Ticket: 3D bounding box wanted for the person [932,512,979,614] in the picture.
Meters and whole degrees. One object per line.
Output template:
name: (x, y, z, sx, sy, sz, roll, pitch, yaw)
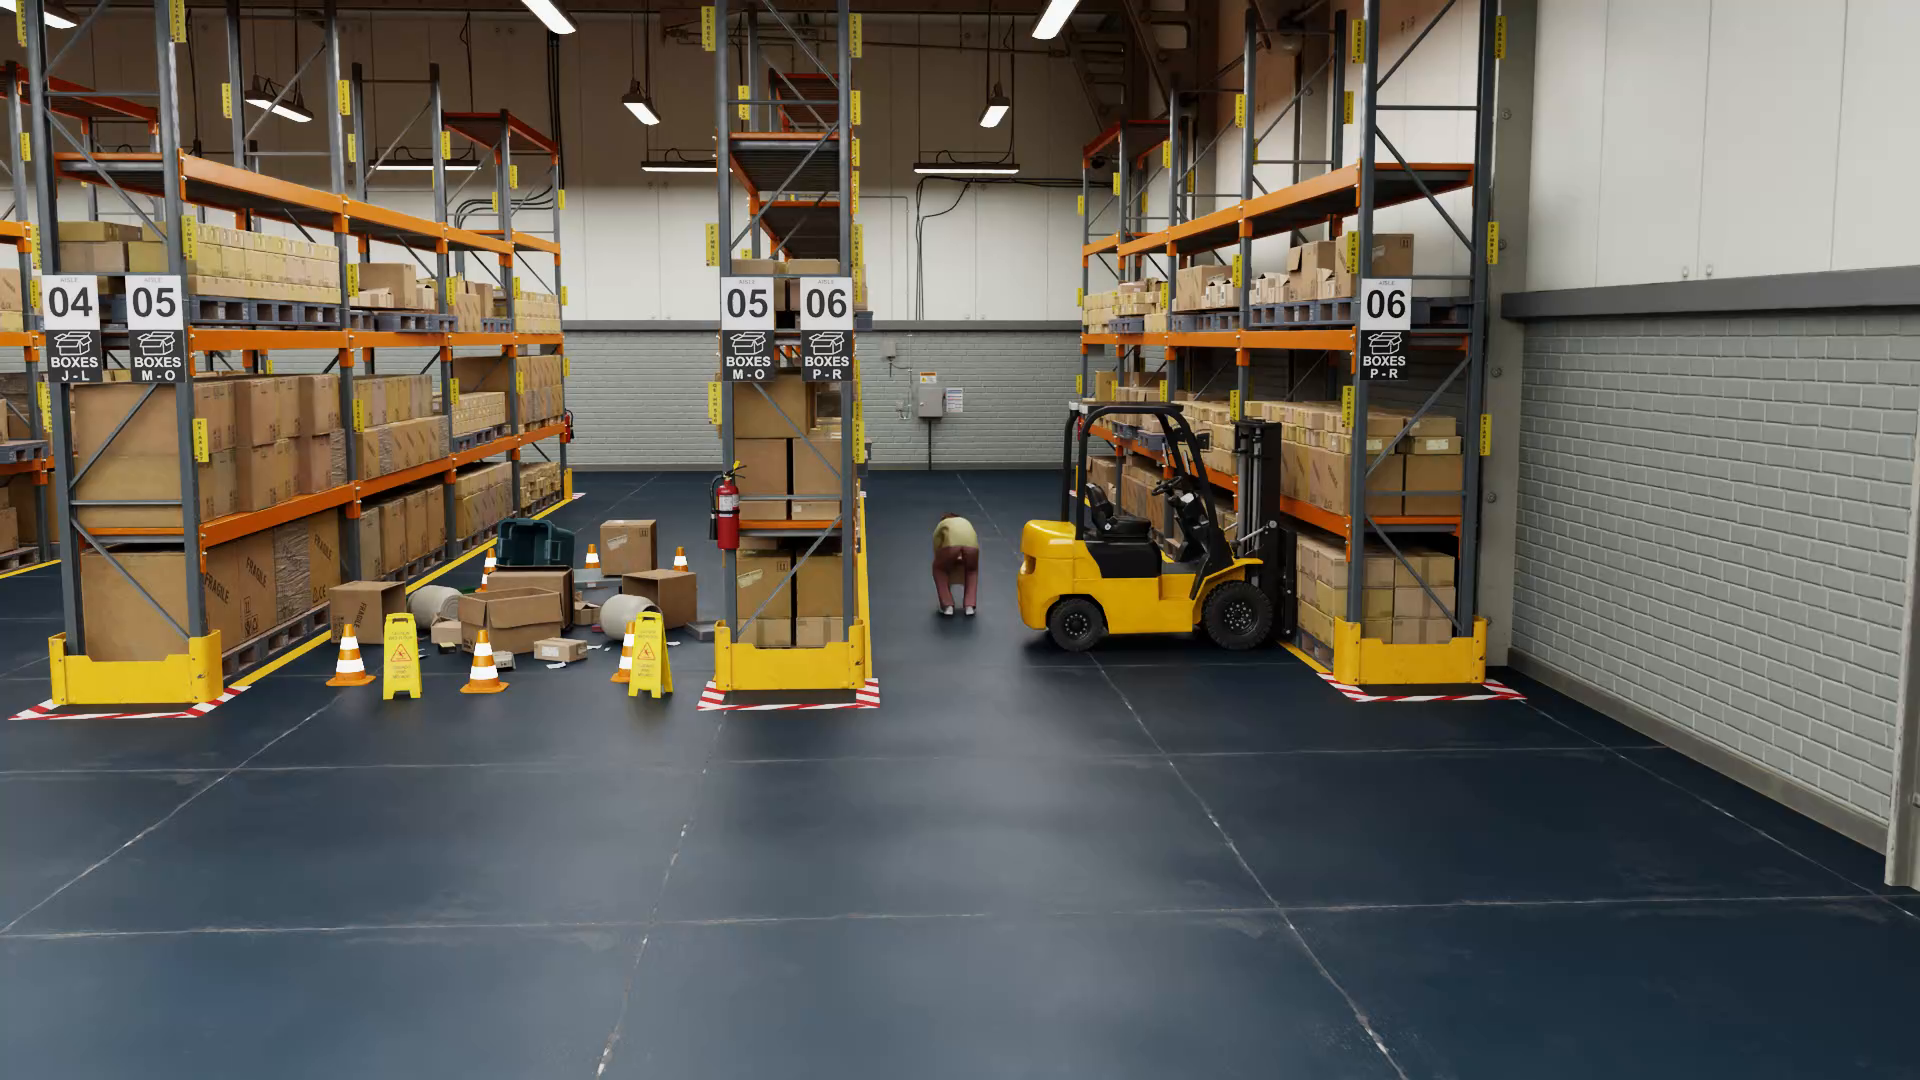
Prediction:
person: (-0.047, 0.224, 16.766, 0.471, 0.987, 0.868, -1, 7, -9)
